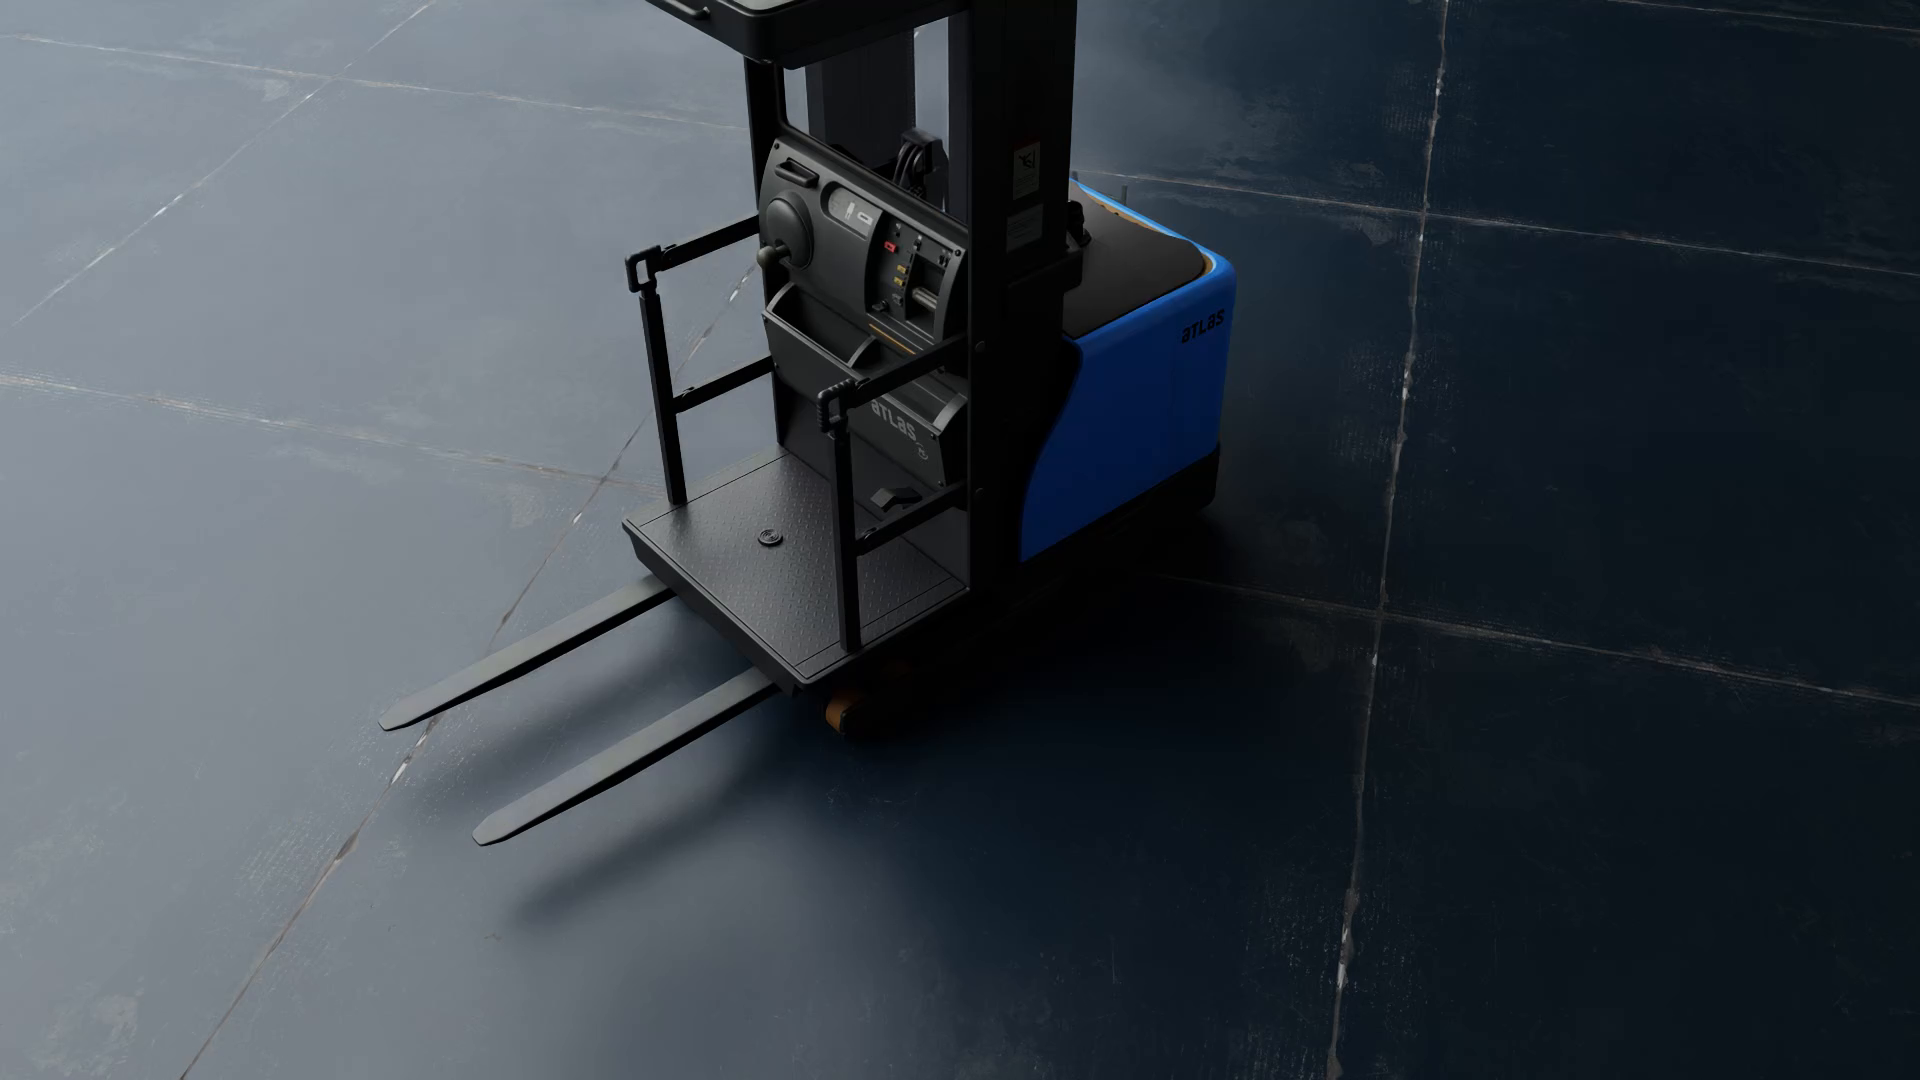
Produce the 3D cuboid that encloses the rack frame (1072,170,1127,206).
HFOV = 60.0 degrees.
[{"bbox_3d":[0.537,-1.070,6.824,0.240,0.900,0.006,21,41,23],"label":"rack frame"}]

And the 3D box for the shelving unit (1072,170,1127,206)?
[{"bbox_3d":[0.485,-1.018,6.754,0.258,0.900,0.210,21,41,23],"label":"shelving unit"}]

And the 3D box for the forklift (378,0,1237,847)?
[{"bbox_3d":[-0.471,-0.860,4.995,3.031,2.935,1.130,-29,48,-30],"label":"forklift"}]
